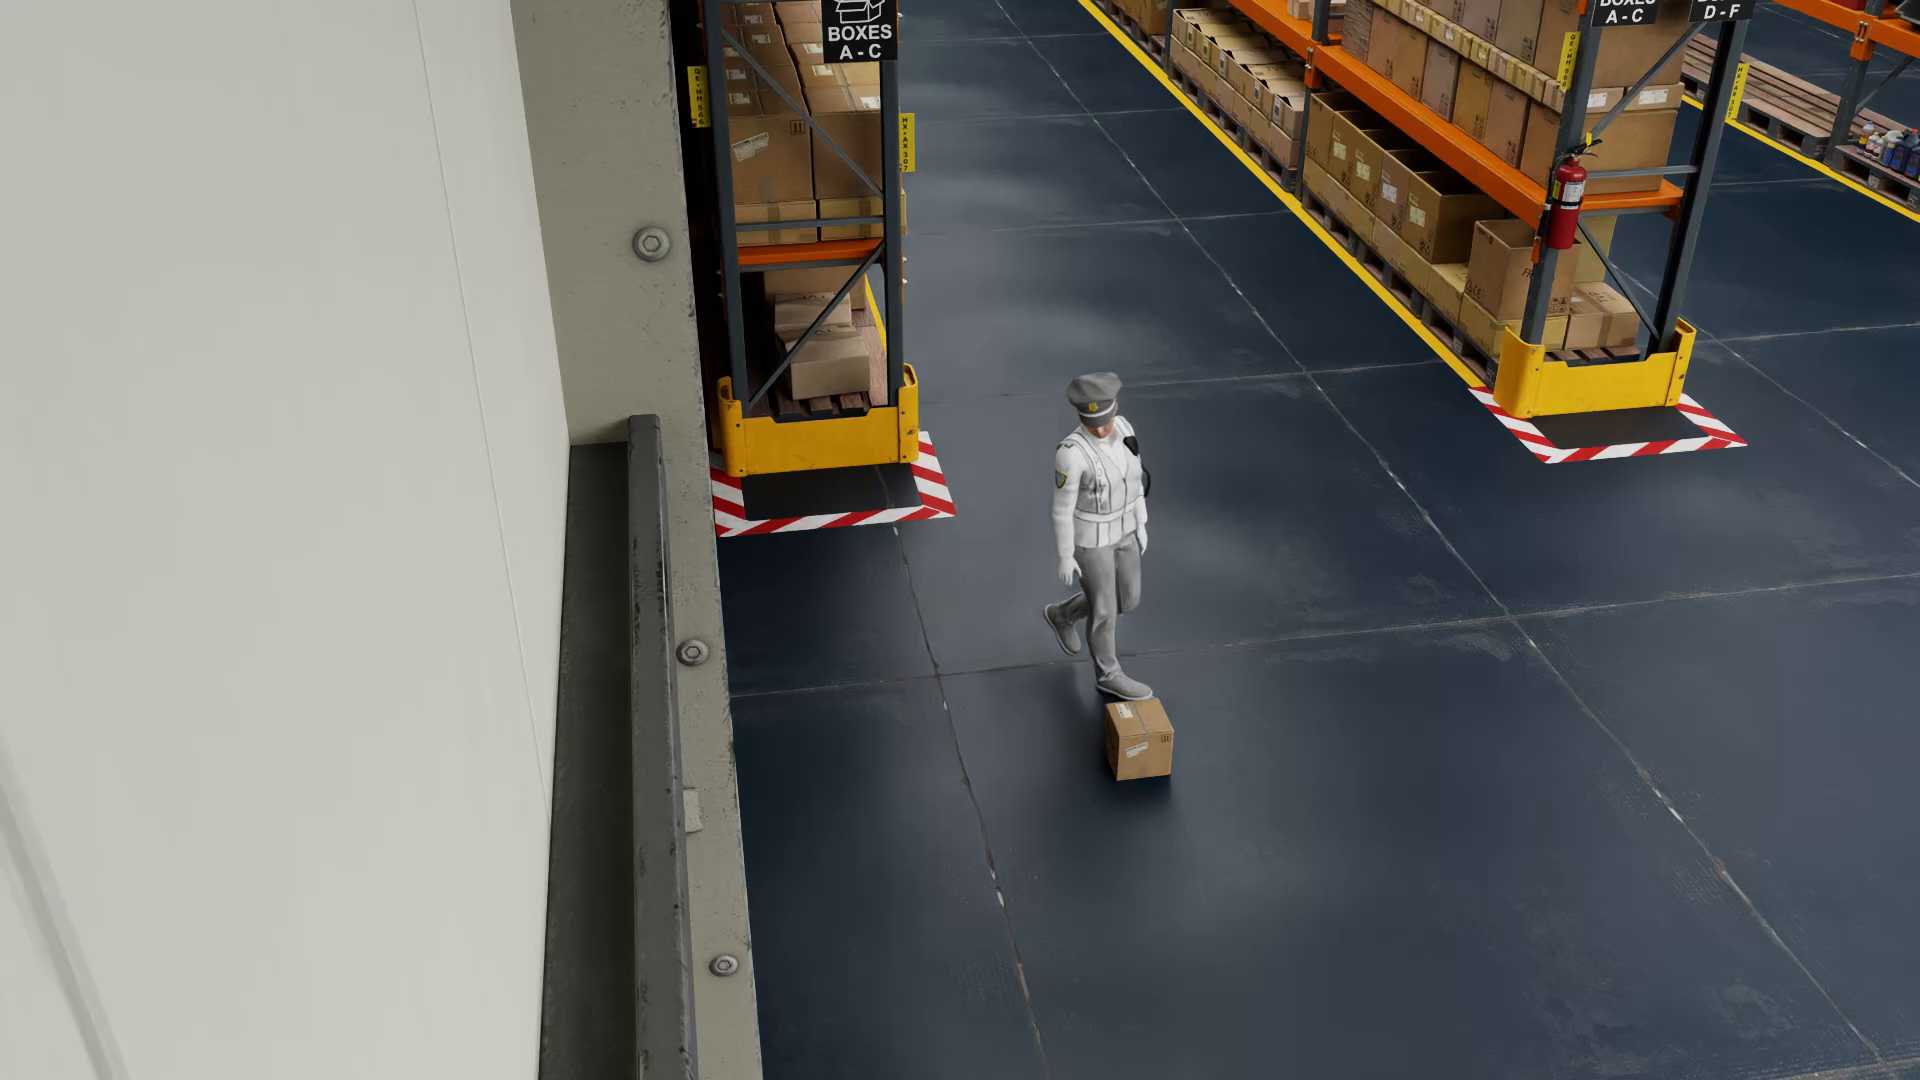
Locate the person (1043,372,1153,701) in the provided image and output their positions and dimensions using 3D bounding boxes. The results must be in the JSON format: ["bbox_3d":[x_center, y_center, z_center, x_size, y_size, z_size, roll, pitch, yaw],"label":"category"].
[{"bbox_3d":[0.626,-0.018,7.647,0.636,1.647,0.497,22,37,32],"label":"person"}]
